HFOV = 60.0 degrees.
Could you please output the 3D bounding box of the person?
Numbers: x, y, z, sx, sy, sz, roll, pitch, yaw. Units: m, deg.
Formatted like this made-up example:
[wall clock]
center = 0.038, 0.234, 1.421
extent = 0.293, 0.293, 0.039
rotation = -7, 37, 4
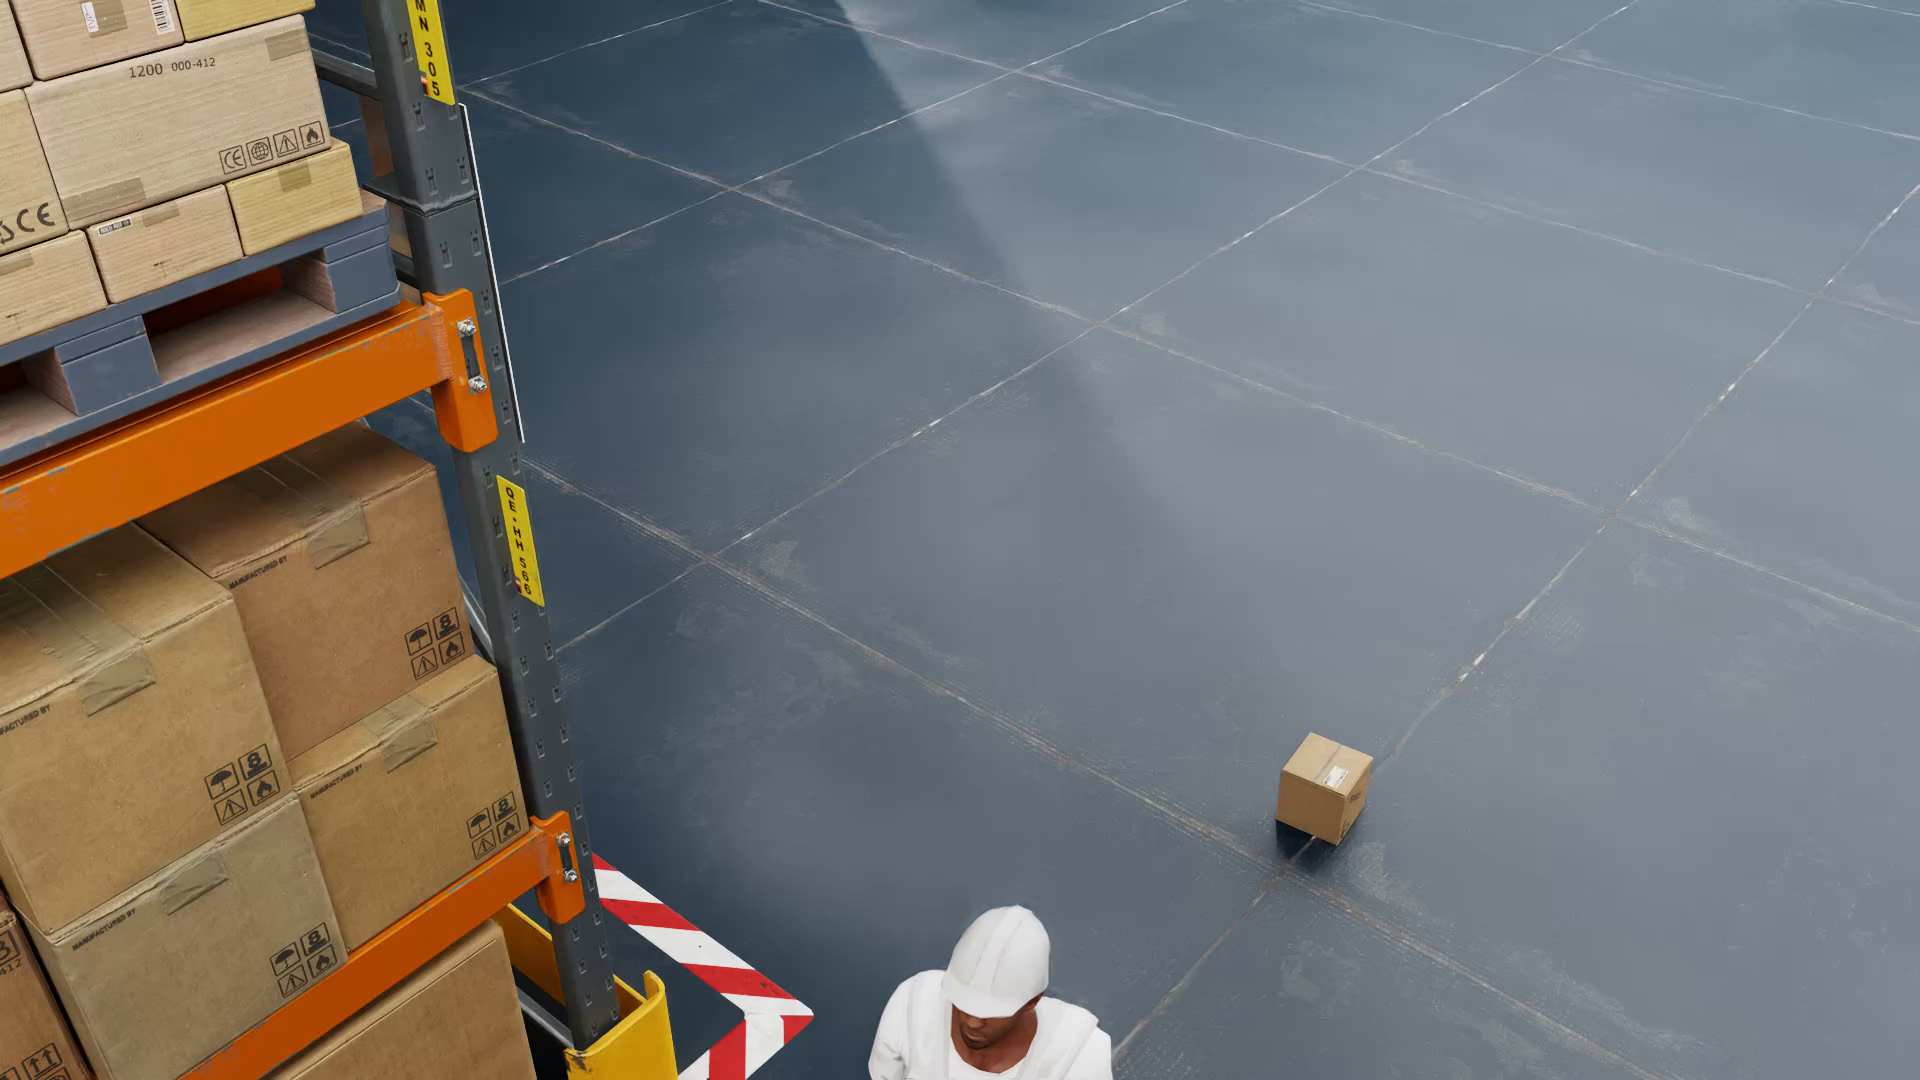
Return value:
[person]
center = 0.058, 1.502, 3.952
extent = 0.575, 1.741, 0.842
rotation = 12, 37, 17
